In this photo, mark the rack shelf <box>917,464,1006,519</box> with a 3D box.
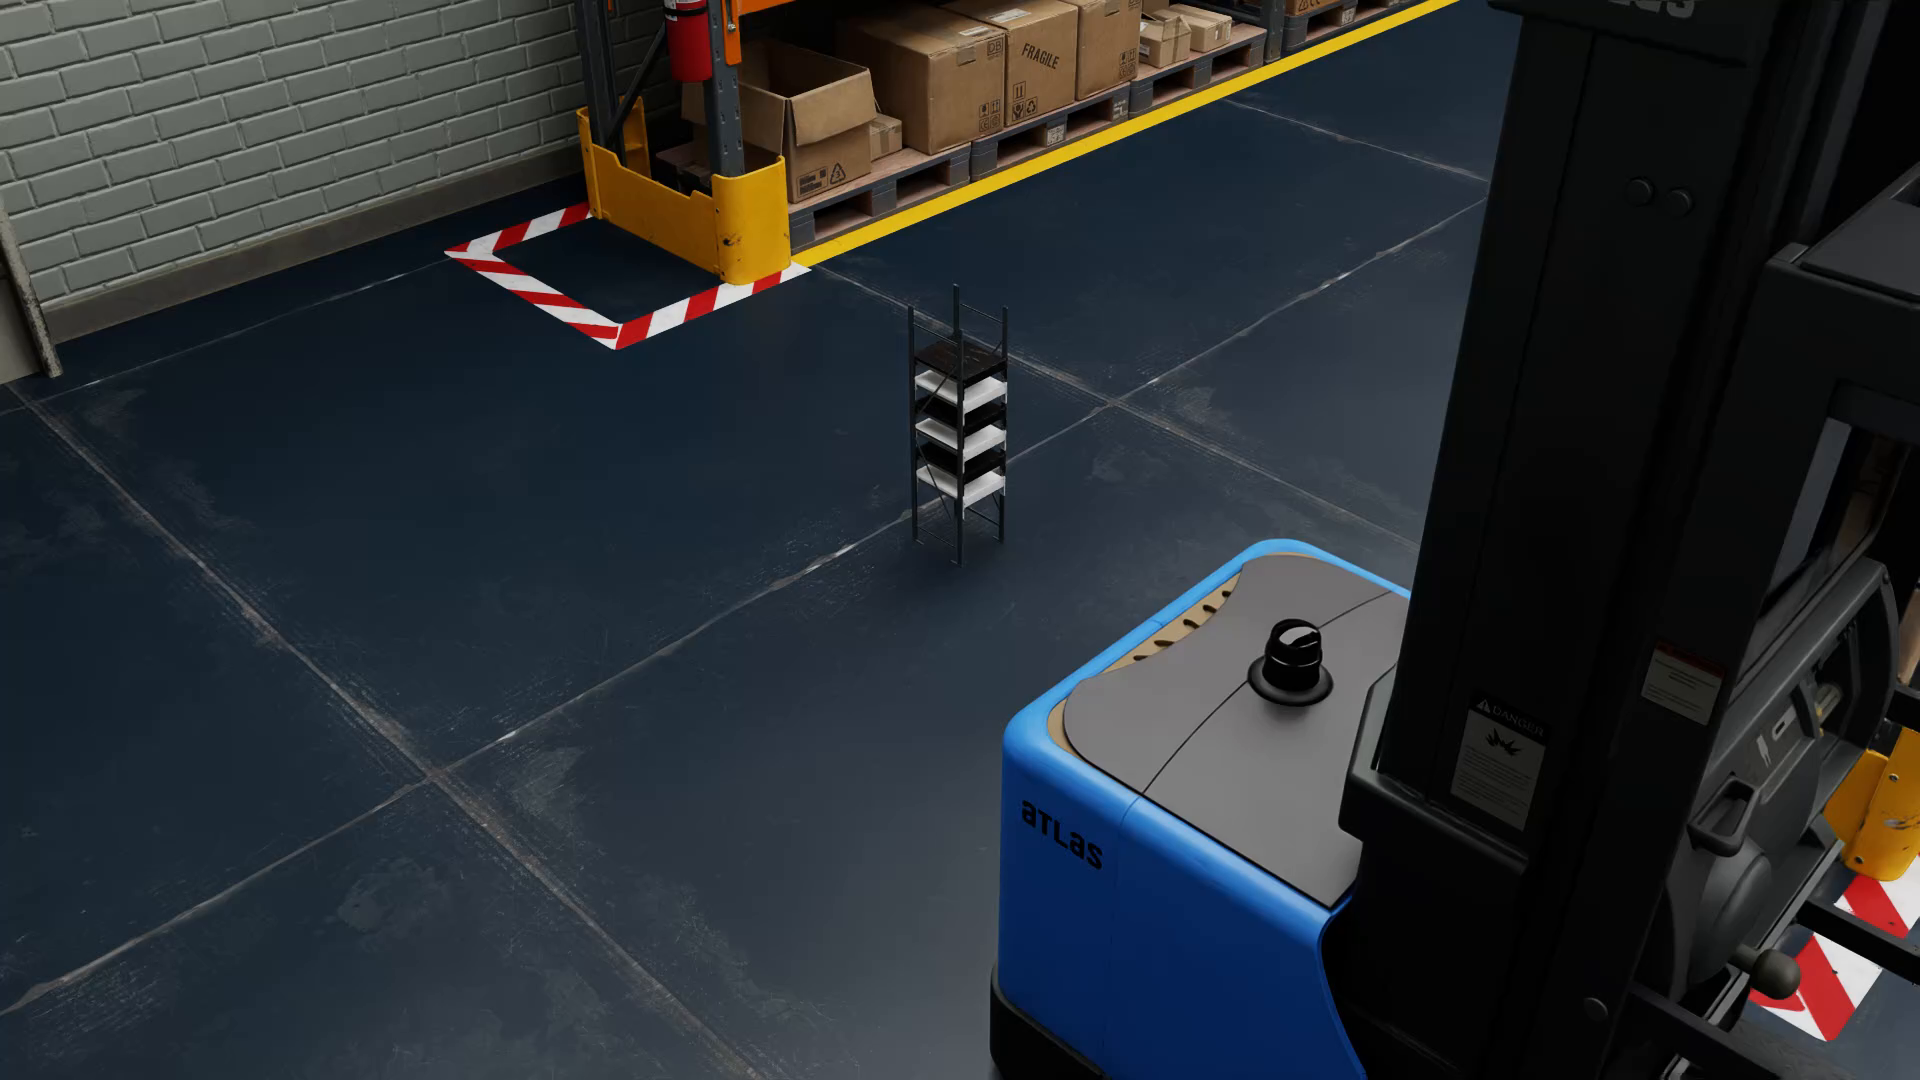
[{"bbox_3d":[-0.006,-0.191,5.610,0.258,0.077,0.200,30,45,35],"label":"rack shelf"}]

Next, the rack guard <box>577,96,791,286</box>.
[{"bbox_3d":[-1.274,-1.622,7.638,1.175,0.500,0.348,30,45,35],"label":"rack guard"}]

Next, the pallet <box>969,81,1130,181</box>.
[{"bbox_3d":[0.147,-2.320,8.892,1.003,0.211,1.213,30,45,35],"label":"pallet"}]

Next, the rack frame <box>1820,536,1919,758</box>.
[{"bbox_3d":[2.198,-0.617,4.013,1.000,3.000,0.127,30,45,35],"label":"rack frame"}]

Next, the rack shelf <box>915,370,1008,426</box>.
[{"bbox_3d":[-0.006,-0.486,5.404,0.258,0.077,0.200,30,45,35],"label":"rack shelf"}]

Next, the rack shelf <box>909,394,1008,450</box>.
[{"bbox_3d":[-0.006,-0.412,5.455,0.258,0.077,0.200,30,45,35],"label":"rack shelf"}]

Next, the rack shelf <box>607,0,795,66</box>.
[{"bbox_3d":[0.082,-3.133,8.249,1.077,0.370,4.000,30,45,35],"label":"rack shelf"}]

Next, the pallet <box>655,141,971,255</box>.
[{"bbox_3d":[-0.713,-1.827,8.185,1.003,0.211,1.213,30,45,35],"label":"pallet"}]

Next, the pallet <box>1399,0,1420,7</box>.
[{"bbox_3d":[2.897,-3.939,11.214,1.003,0.211,1.213,30,45,35],"label":"pallet"}]

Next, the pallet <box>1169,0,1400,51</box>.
[{"bbox_3d":[2.037,-3.441,10.500,1.003,0.211,1.213,30,45,35],"label":"pallet"}]

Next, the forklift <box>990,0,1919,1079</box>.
[{"bbox_3d":[1.486,0.430,2.571,3.031,2.935,1.130,28,44,34],"label":"forklift"}]

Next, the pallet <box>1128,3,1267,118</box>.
[{"bbox_3d":[1.007,-2.818,9.606,1.003,0.211,1.213,30,45,35],"label":"pallet"}]

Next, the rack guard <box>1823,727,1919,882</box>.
[{"bbox_3d":[2.181,0.418,4.714,1.175,0.500,0.348,30,45,35],"label":"rack guard"}]

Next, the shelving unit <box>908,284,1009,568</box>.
[{"bbox_3d":[-0.006,-0.366,5.488,0.258,0.900,0.210,30,45,35],"label":"shelving unit"}]

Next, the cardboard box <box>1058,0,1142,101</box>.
[{"bbox_3d":[0.532,-2.726,8.854,0.700,0.500,0.500,28,43,34],"label":"cardboard box"}]

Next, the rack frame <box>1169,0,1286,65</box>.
[{"bbox_3d":[1.491,-4.240,9.207,1.000,3.000,0.127,30,45,35],"label":"rack frame"}]

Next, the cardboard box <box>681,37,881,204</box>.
[{"bbox_3d":[-0.829,-1.974,7.774,0.797,0.503,0.637,28,43,34],"label":"cardboard box"}]

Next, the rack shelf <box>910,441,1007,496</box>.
[{"bbox_3d":[-0.006,-0.265,5.558,0.258,0.077,0.200,30,45,35],"label":"rack shelf"}]

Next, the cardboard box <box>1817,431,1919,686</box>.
[{"bbox_3d":[2.592,-0.047,5.067,0.875,0.438,0.875,28,44,34],"label":"cardboard box"}]

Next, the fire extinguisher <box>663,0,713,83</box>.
[{"bbox_3d":[-1.103,-2.185,6.655,0.296,0.674,0.183,30,45,35],"label":"fire extinguisher"}]

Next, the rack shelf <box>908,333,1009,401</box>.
[{"bbox_3d":[-0.006,-0.560,5.352,0.258,0.077,0.200,30,45,35],"label":"rack shelf"}]

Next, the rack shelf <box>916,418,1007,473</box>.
[{"bbox_3d":[-0.006,-0.338,5.507,0.258,0.077,0.200,30,45,35],"label":"rack shelf"}]

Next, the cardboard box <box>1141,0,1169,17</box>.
[{"bbox_3d":[0.858,-3.136,9.608,0.500,0.311,0.500,-28,44,-34],"label":"cardboard box"}]

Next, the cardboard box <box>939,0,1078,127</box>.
[{"bbox_3d":[0.244,-2.479,8.500,0.500,0.500,0.500,-29,44,-35],"label":"cardboard box"}]

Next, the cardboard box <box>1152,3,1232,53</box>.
[{"bbox_3d":[1.307,-2.898,9.409,0.380,0.149,0.250,28,44,34],"label":"cardboard box"}]

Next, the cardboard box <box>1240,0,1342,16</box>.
[{"bbox_3d":[1.992,-3.492,9.954,0.500,0.500,0.500,-28,43,-34],"label":"cardboard box"}]

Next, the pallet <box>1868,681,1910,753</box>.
[{"bbox_3d":[2.706,0.171,5.321,1.003,0.211,1.213,30,45,35],"label":"pallet"}]

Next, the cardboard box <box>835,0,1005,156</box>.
[{"bbox_3d":[-0.199,-2.304,8.250,0.500,0.500,0.700,-28,44,-34],"label":"cardboard box"}]

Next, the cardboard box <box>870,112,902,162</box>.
[{"bbox_3d":[-0.502,-1.986,8.100,0.380,0.149,0.250,28,43,34],"label":"cardboard box"}]

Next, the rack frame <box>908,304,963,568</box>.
[{"bbox_3d":[-0.077,-0.325,5.429,0.240,0.900,0.006,30,45,35],"label":"rack frame"}]

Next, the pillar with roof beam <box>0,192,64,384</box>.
[{"bbox_3d":[-0.811,-2.610,1.626,9.100,9.000,0.400,30,45,35],"label":"pillar with roof beam"}]

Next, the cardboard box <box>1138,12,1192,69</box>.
[{"bbox_3d":[1.055,-2.801,9.167,0.258,0.266,0.396,-28,44,-34],"label":"cardboard box"}]

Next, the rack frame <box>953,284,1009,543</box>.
[{"bbox_3d":[0.066,-0.407,5.547,0.240,0.900,0.006,30,45,35],"label":"rack frame"}]

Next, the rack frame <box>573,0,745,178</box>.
[{"bbox_3d":[-1.327,-2.616,6.879,1.000,3.000,0.127,30,45,35],"label":"rack frame"}]
